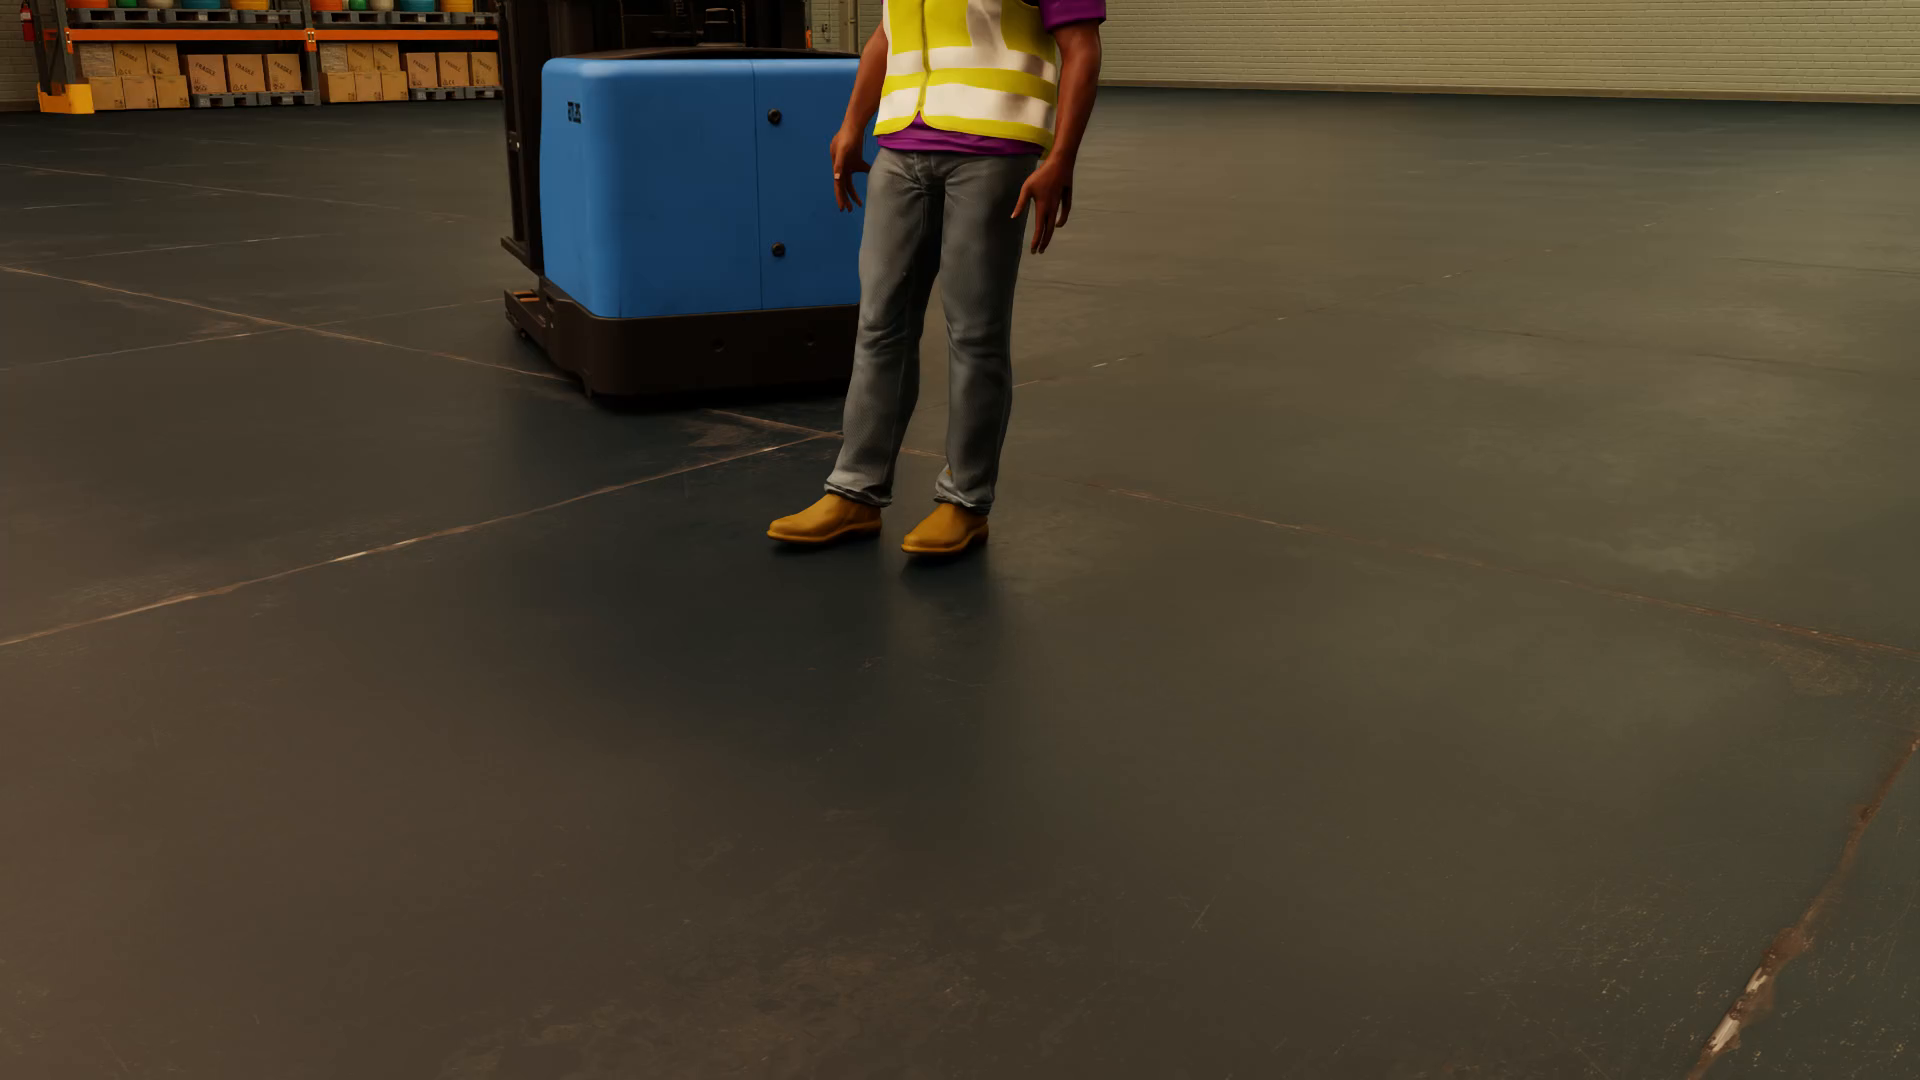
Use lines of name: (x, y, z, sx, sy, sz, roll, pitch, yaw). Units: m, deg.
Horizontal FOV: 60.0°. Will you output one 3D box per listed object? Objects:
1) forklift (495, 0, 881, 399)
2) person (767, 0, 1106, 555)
forklift: (-1.200, -2.236, 6.262, 1.130, 2.935, 3.031, -7, 18, -21)
person: (-0.049, -0.838, 3.636, 0.665, 1.765, 0.577, 13, 21, 37)
